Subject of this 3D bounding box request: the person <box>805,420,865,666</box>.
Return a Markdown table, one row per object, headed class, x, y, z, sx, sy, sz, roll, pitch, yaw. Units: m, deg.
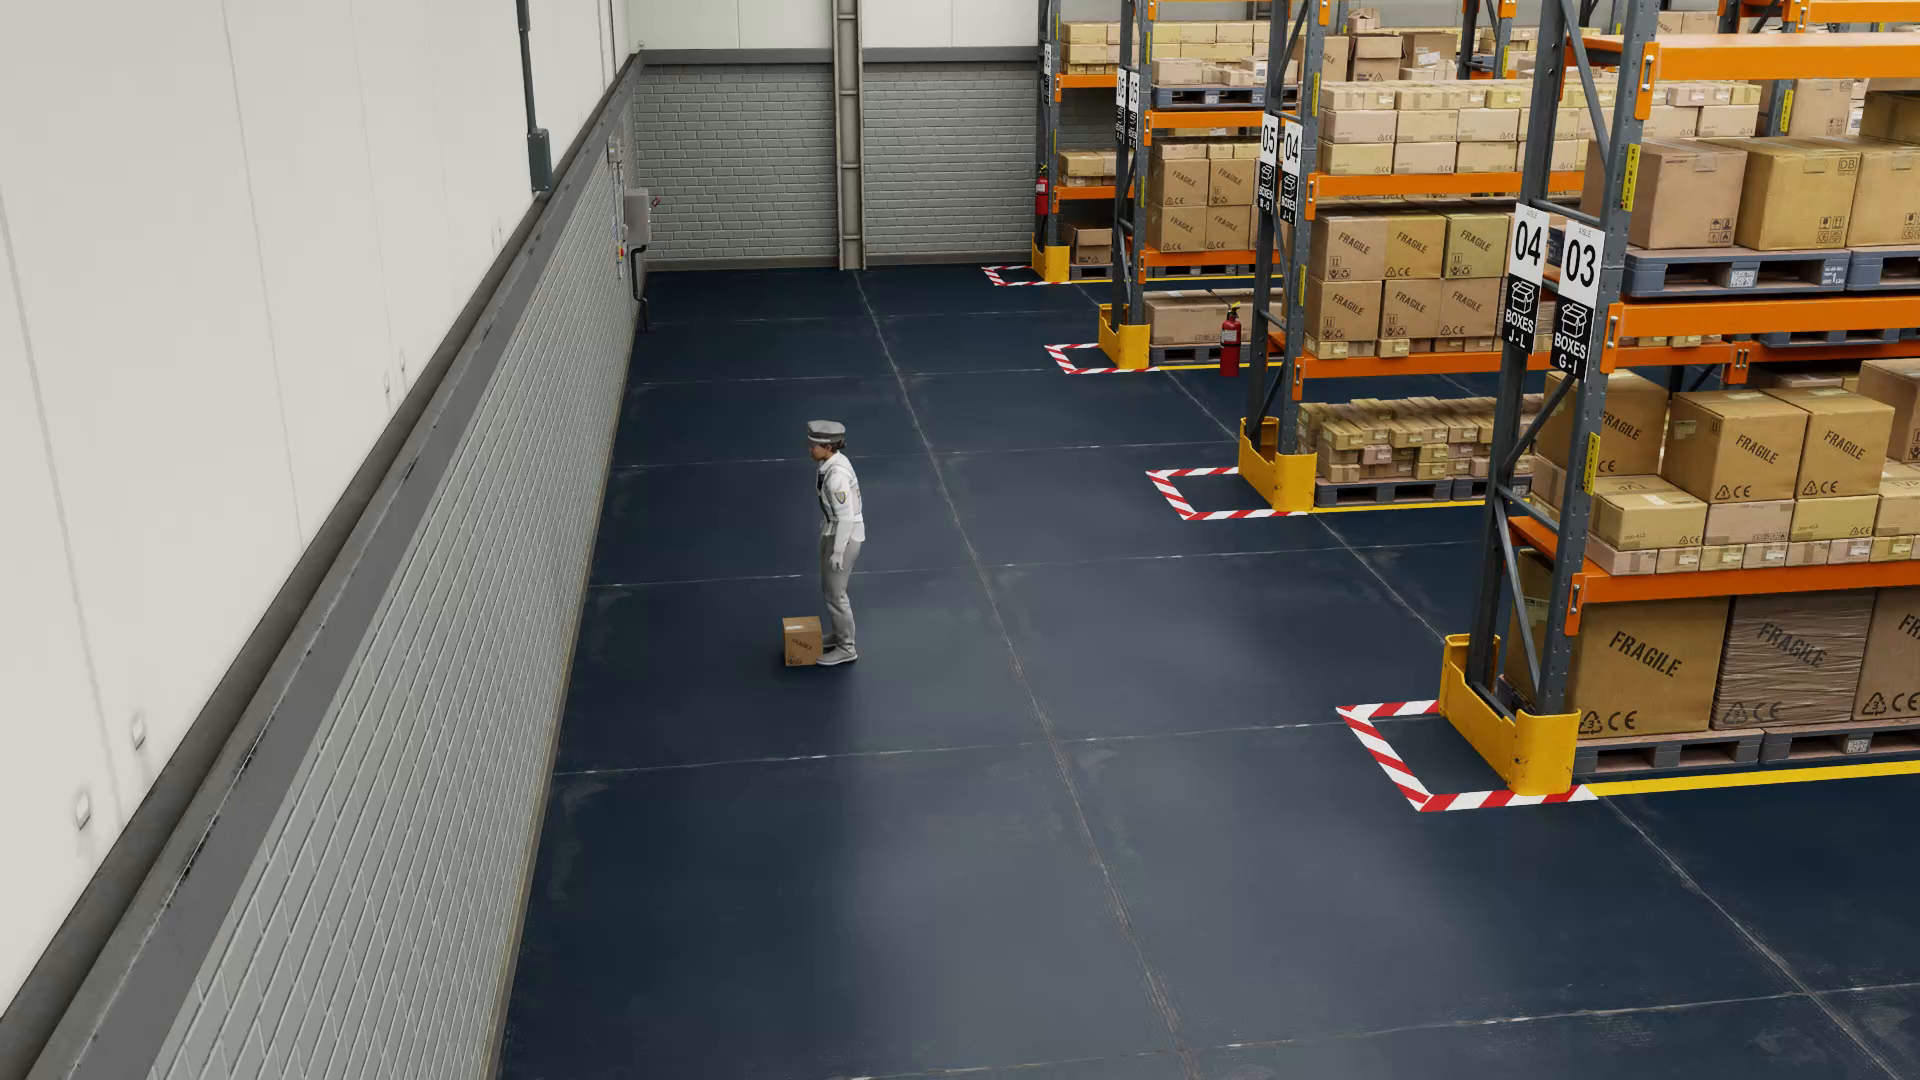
| class | x | y | z | sx | sy | sz | roll | pitch | yaw |
| --- | --- | --- | --- | --- | --- | --- | --- | --- | --- |
| person | -0.826 | 0.009 | 11.047 | 0.374 | 1.662 | 0.540 | -4 | 21 | -11 |
